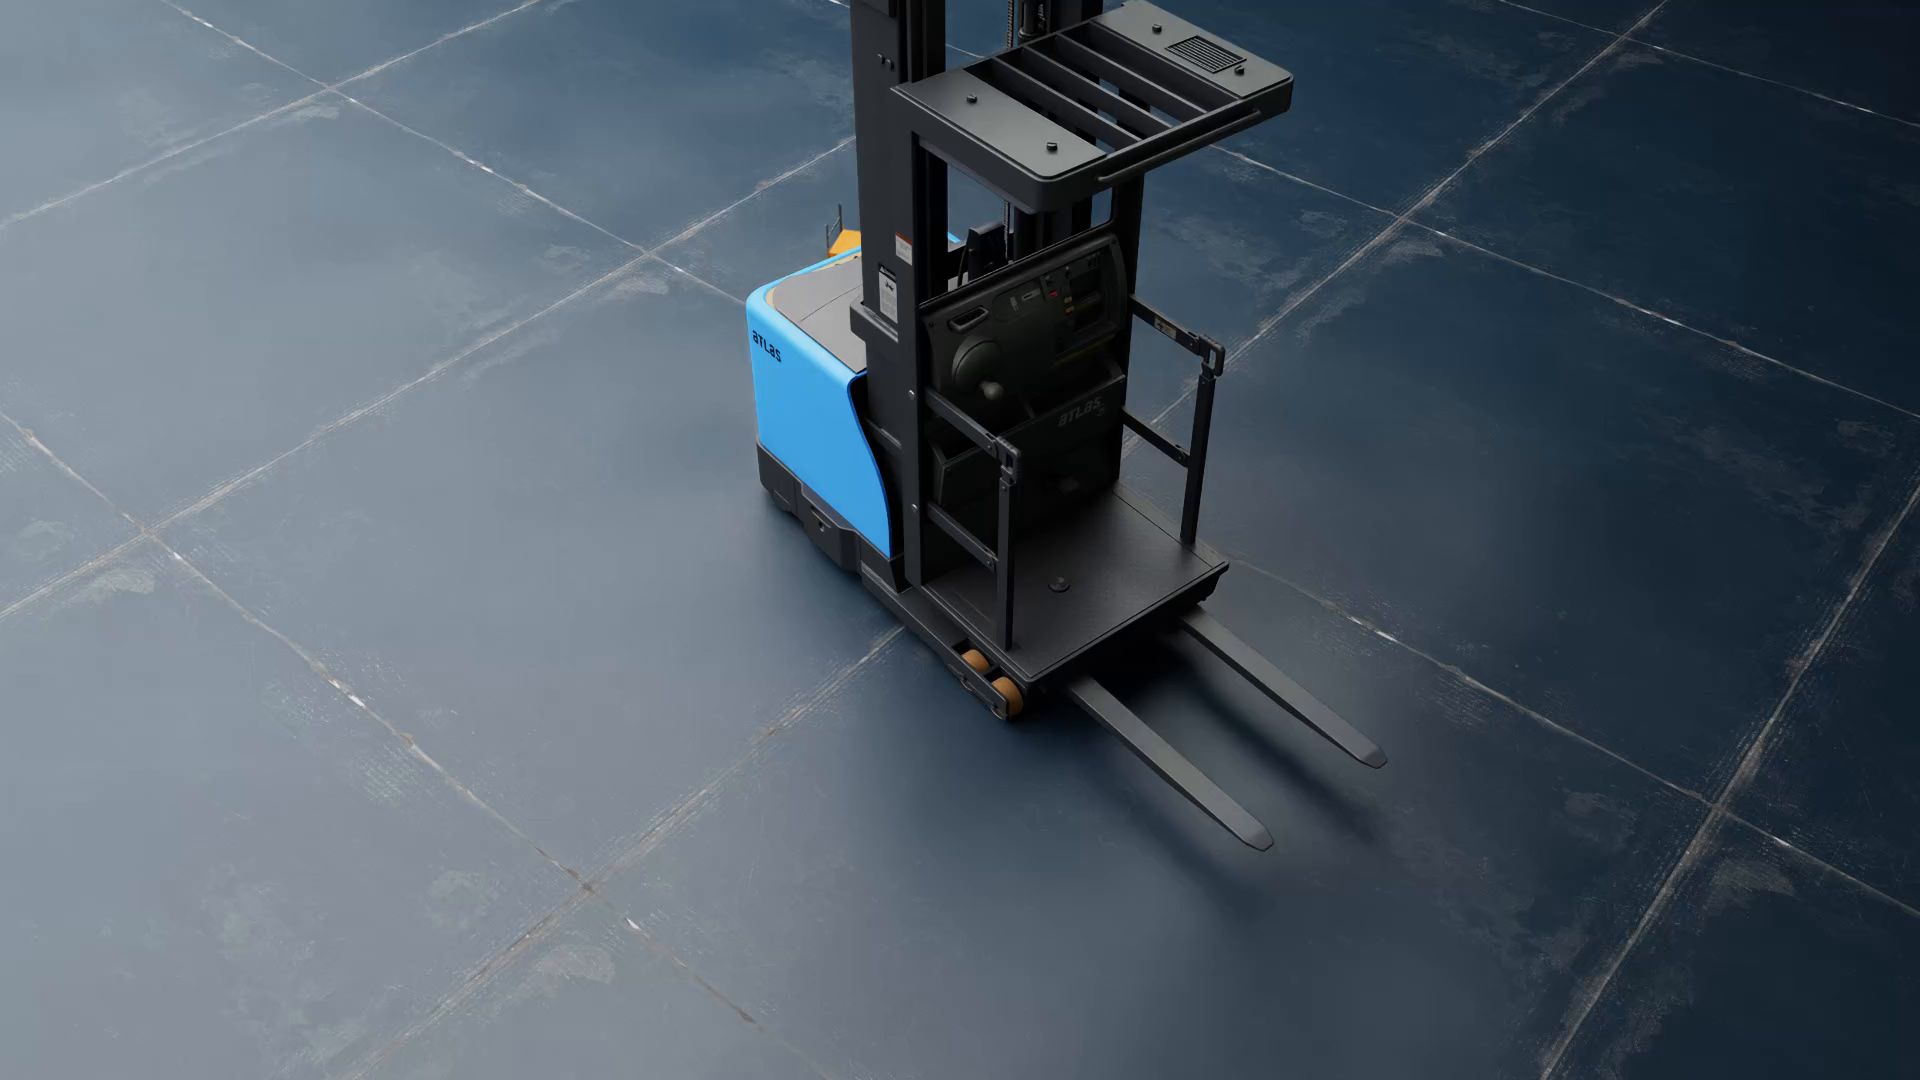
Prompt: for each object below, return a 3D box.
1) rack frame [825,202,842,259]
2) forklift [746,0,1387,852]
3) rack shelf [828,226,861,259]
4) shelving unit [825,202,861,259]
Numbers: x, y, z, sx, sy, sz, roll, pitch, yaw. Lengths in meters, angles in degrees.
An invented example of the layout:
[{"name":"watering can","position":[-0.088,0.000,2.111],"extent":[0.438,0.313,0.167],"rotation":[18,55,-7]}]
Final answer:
[{"name":"rack frame","position":[-0.571,-1.082,7.841],"extent":[0.008,1.050,0.200],"rotation":[11,44,11]},{"name":"forklift","position":[0.391,-0.753,6.082],"extent":[1.130,2.935,3.031],"rotation":[-28,49,-27]},{"name":"rack shelf","position":[-0.453,-1.261,7.632],"extent":[0.240,0.259,0.215],"rotation":[11,44,11]},{"name":"shelving unit","position":[-0.453,-1.060,7.817],"extent":[0.252,1.050,0.215],"rotation":[11,44,11]}]
